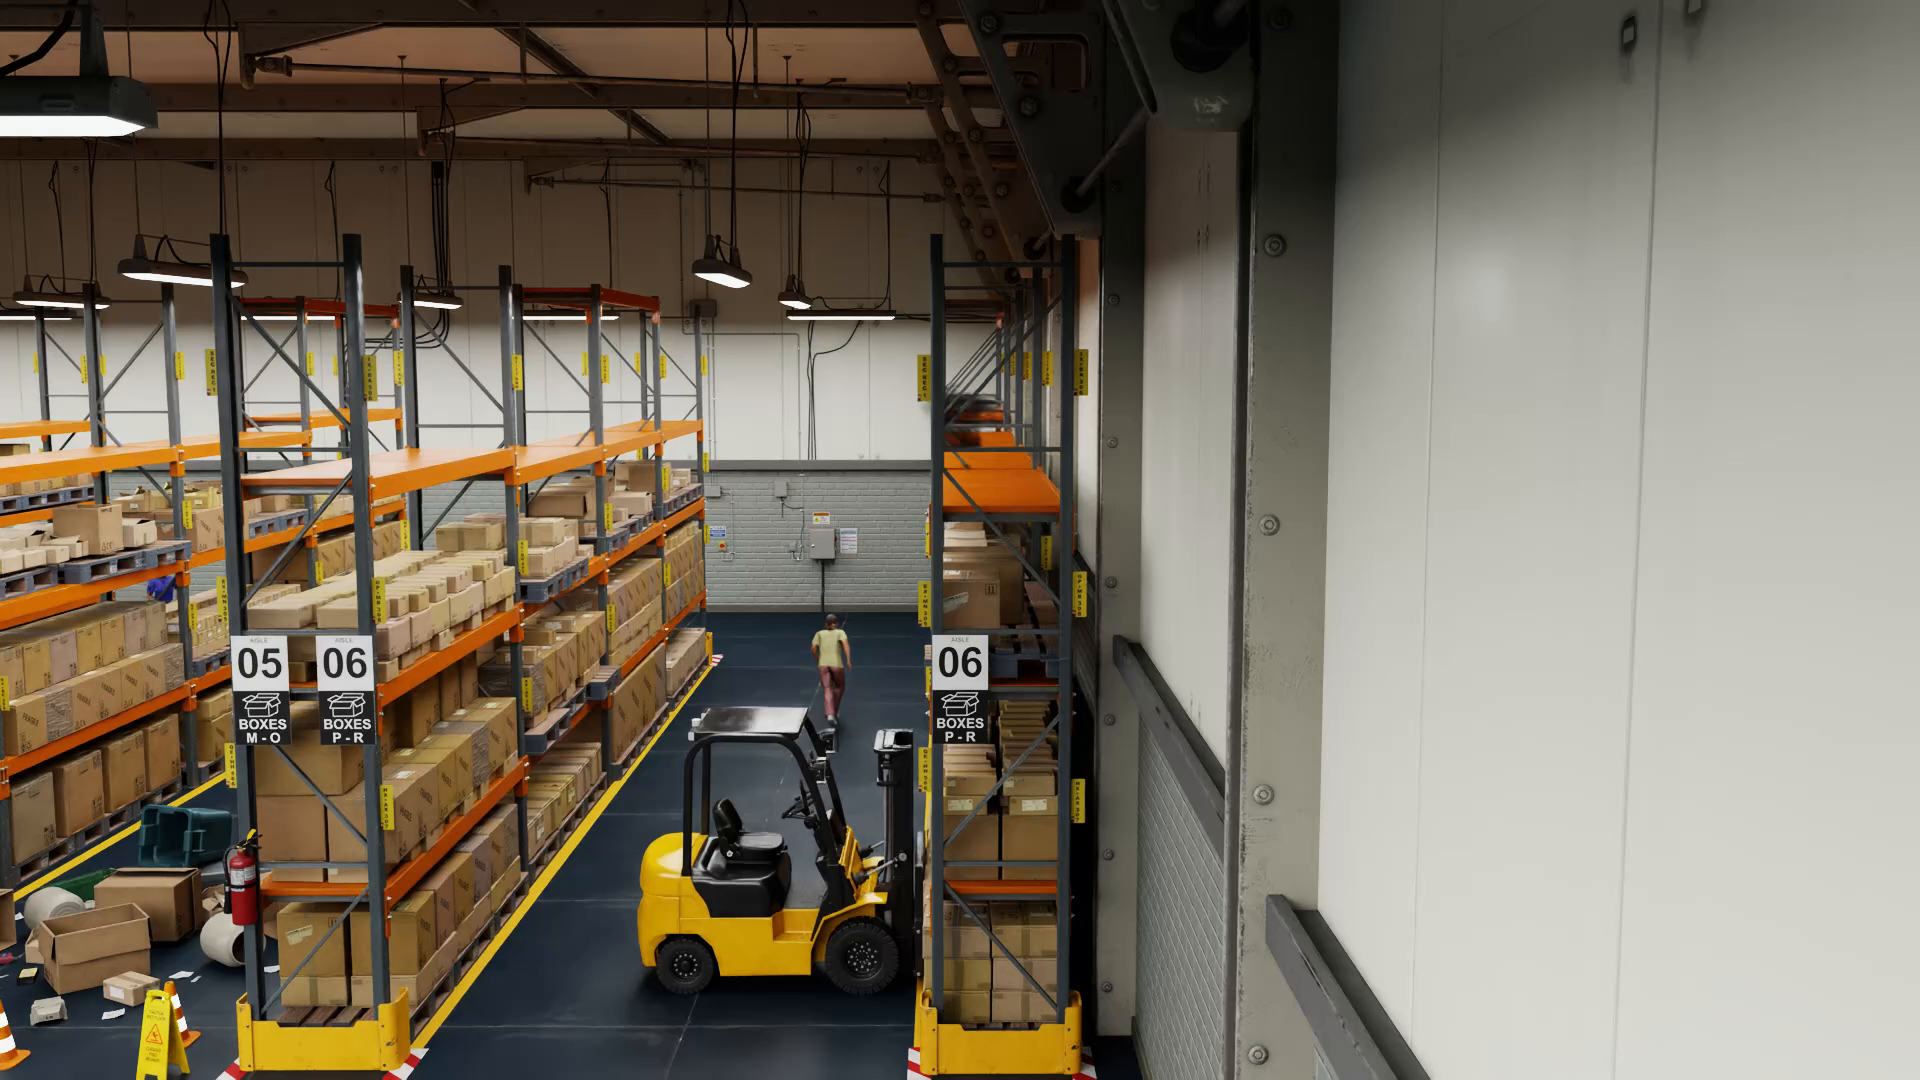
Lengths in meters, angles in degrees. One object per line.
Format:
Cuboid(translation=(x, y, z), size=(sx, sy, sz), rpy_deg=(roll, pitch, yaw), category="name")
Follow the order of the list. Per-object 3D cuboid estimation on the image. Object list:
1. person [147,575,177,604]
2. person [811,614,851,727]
Cuboid(translation=(-13.919, 1.171, 29.139), size=(0.594, 1.565, 0.611), rpy_deg=(-4, 7, -32), category="person")
Cuboid(translation=(-1.824, 1.841, 23.231), size=(0.576, 1.519, 1.032), rpy_deg=(0, 6, 3), category="person")
